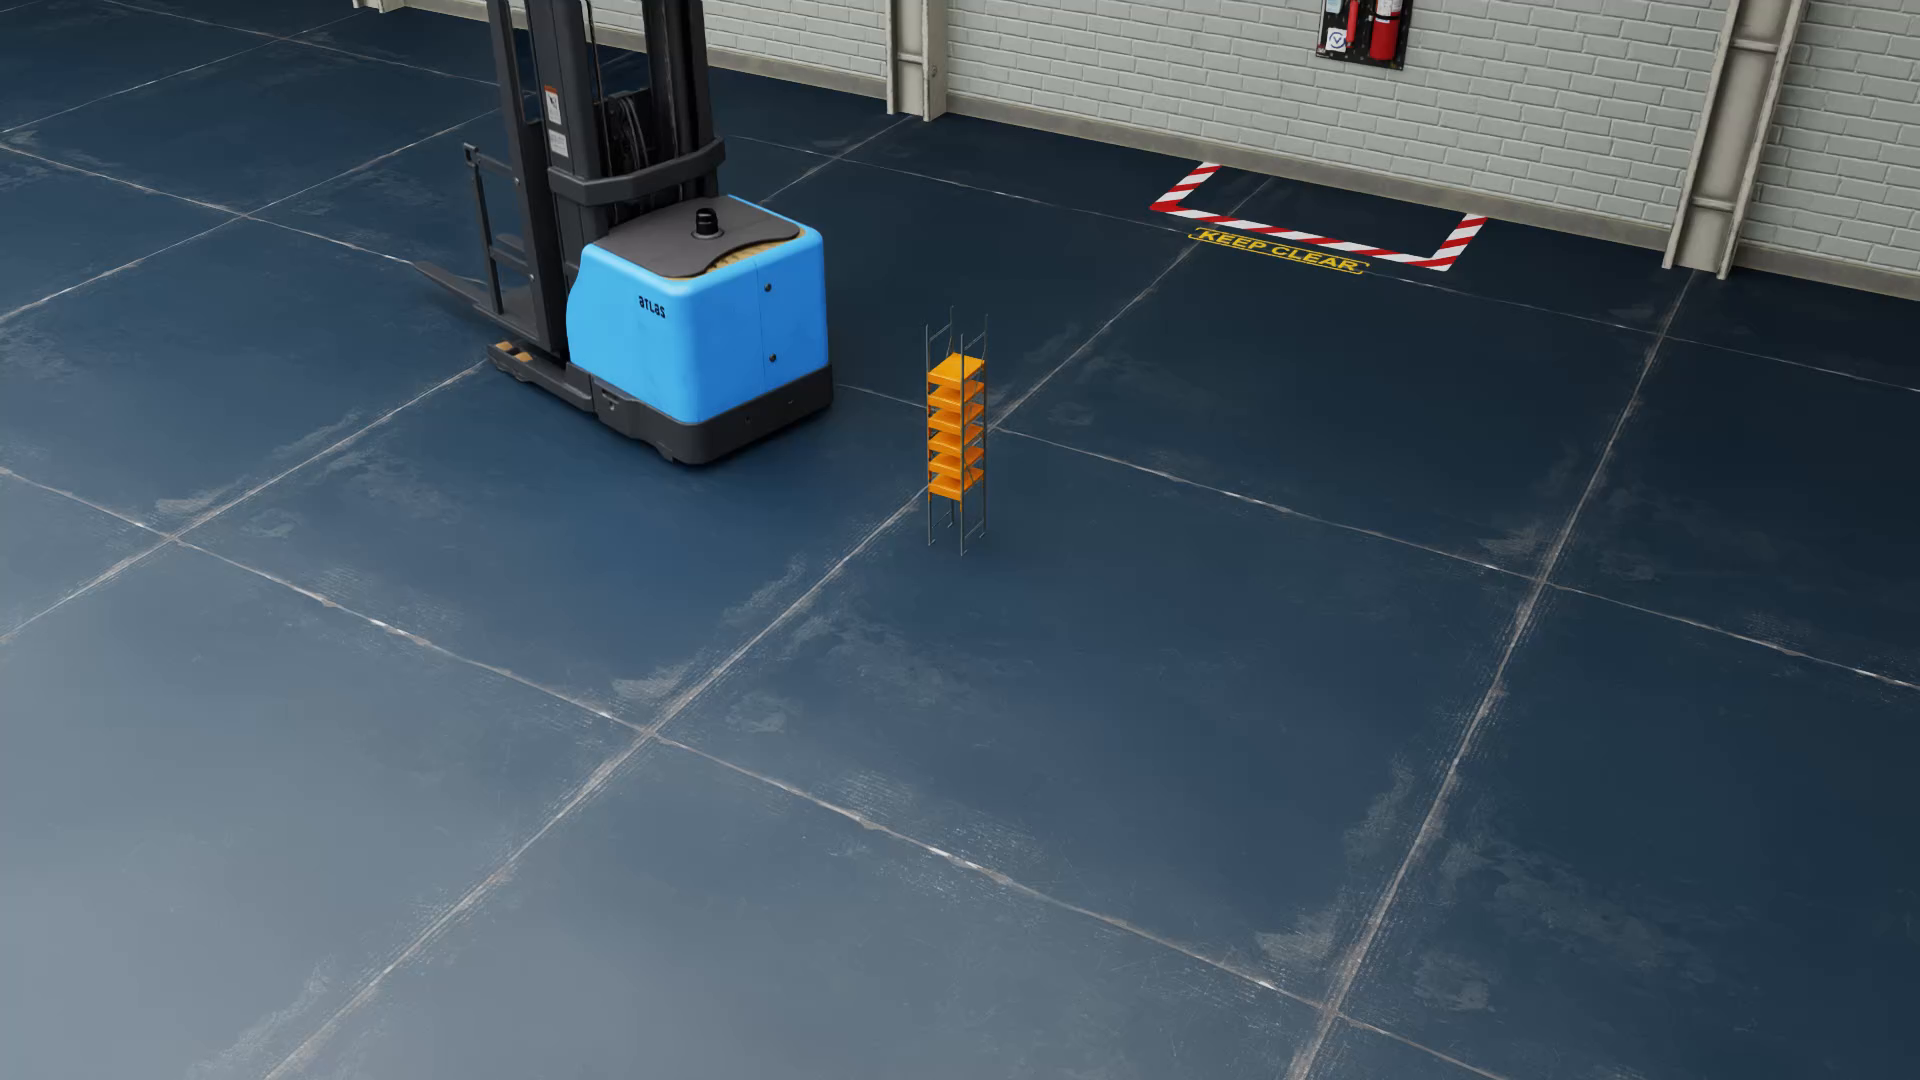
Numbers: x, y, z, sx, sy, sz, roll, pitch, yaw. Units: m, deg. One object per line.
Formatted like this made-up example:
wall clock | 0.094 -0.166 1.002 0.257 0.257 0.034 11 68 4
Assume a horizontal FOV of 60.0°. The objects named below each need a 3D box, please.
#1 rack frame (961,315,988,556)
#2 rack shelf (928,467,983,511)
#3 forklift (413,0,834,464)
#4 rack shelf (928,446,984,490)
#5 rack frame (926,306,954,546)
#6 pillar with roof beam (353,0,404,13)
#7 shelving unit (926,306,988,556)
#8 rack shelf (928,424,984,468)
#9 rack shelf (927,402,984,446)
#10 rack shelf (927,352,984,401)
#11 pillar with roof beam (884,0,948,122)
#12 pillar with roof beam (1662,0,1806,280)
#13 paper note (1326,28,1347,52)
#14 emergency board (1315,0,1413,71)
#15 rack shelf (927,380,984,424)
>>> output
rack frame | 0.067 -0.478 7.886 0.006 1.200 0.240 18 37 24
rack shelf | -0.013 -0.267 8.081 0.180 0.103 0.258 18 37 24
forklift | -2.119 -2.322 9.093 3.031 2.935 1.130 28 43 35
rack shelf | -0.013 -0.367 8.015 0.180 0.103 0.258 18 37 24
rack frame | -0.092 -0.529 7.961 0.006 1.200 0.240 18 37 24
pillar with roof beam | -7.689 -6.788 10.325 0.400 9.000 9.100 18 37 24
shelving unit | -0.013 -0.503 7.923 0.189 1.200 0.258 18 37 24
rack shelf | -0.013 -0.466 7.948 0.180 0.103 0.258 18 37 24
rack shelf | -0.013 -0.566 7.882 0.180 0.103 0.258 18 37 24
rack shelf | -0.013 -0.766 7.748 0.180 0.103 0.258 18 37 24
pillar with roof beam | -2.479 -5.138 7.847 0.400 9.000 9.100 18 37 24
pillar with roof beam | 2.730 -3.488 5.369 0.400 9.000 9.100 18 37 24
paper note | 2.620 -3.476 11.558 0.142 0.148 0.016 18 37 24
emergency board | 2.739 -3.761 11.191 0.643 1.169 0.194 18 37 24
rack shelf | -0.013 -0.666 7.815 0.180 0.103 0.258 18 37 24
